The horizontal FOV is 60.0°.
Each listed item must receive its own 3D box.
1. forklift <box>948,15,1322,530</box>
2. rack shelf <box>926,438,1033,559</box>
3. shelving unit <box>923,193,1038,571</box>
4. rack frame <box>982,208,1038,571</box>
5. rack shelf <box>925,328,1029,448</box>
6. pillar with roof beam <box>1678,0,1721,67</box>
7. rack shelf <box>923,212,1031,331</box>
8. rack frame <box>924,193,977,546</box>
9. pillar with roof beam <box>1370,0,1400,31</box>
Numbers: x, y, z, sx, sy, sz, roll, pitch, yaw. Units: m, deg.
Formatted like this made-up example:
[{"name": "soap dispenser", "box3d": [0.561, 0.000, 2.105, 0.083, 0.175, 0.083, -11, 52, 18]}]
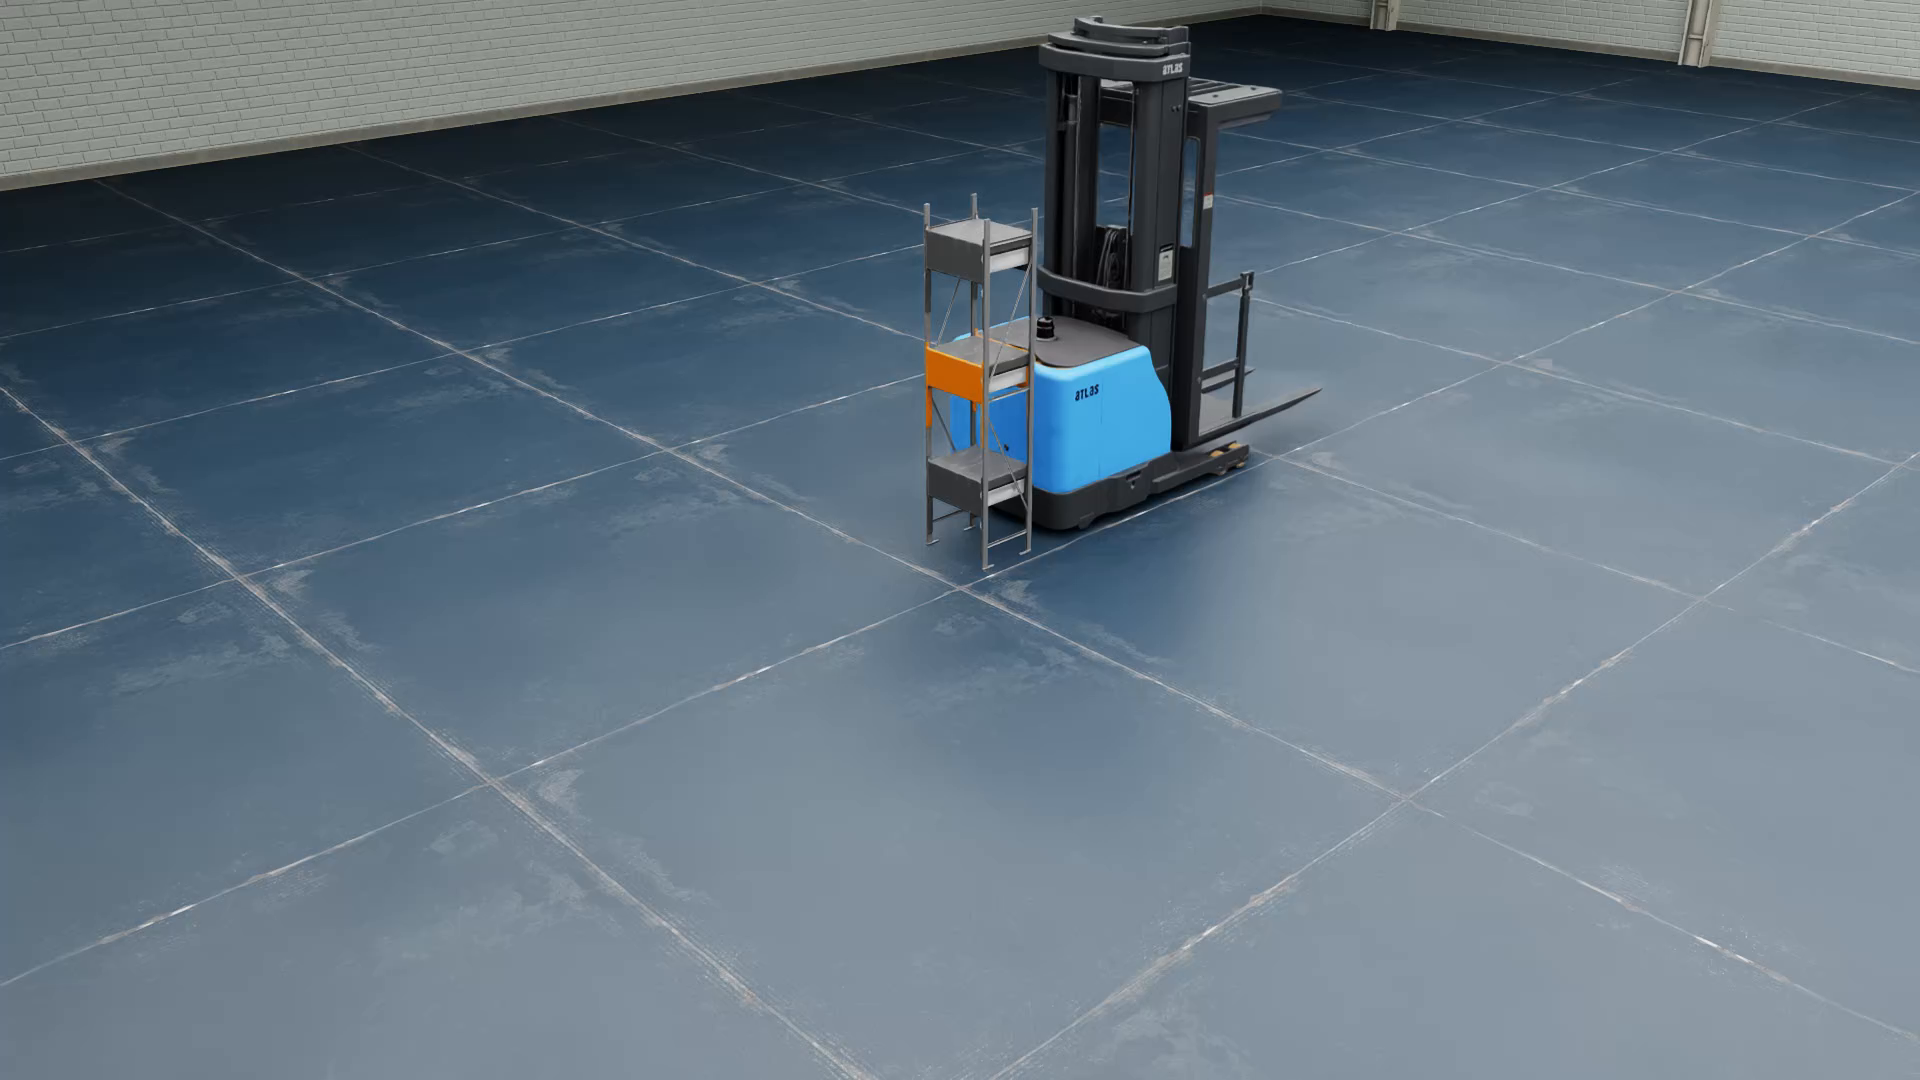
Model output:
[{"name": "forklift", "box3d": [1.329, -1.905, 10.895, 3.031, 2.935, 1.130, -22, 32, -39]}, {"name": "rack shelf", "box3d": [0.113, -0.256, 10.000, 0.431, 0.518, 0.480, -21, 32, -38]}, {"name": "shelving unit", "box3d": [0.113, -0.905, 9.704, 0.431, 2.100, 0.503, -21, 32, -38]}, {"name": "rack frame", "box3d": [0.280, -0.831, 9.542, 0.400, 2.100, 0.015, -21, 32, -38]}, {"name": "rack shelf", "box3d": [0.113, -0.893, 9.710, 0.431, 0.518, 0.480, -21, 32, -38]}, {"name": "pillar with roof beam", "box3d": [8.948, -10.702, 22.866, 9.100, 9.000, 0.400, -21, 32, -38]}, {"name": "rack shelf", "box3d": [0.113, -1.530, 9.419, 0.431, 0.518, 0.480, -21, 32, -38]}, {"name": "rack frame", "box3d": [-0.054, -0.979, 9.866, 0.400, 2.100, 0.015, -21, 32, -38]}, {"name": "pillar with roof beam", "box3d": [4.847, -12.519, 26.851, 9.100, 9.000, 0.400, -21, 32, -38]}]
